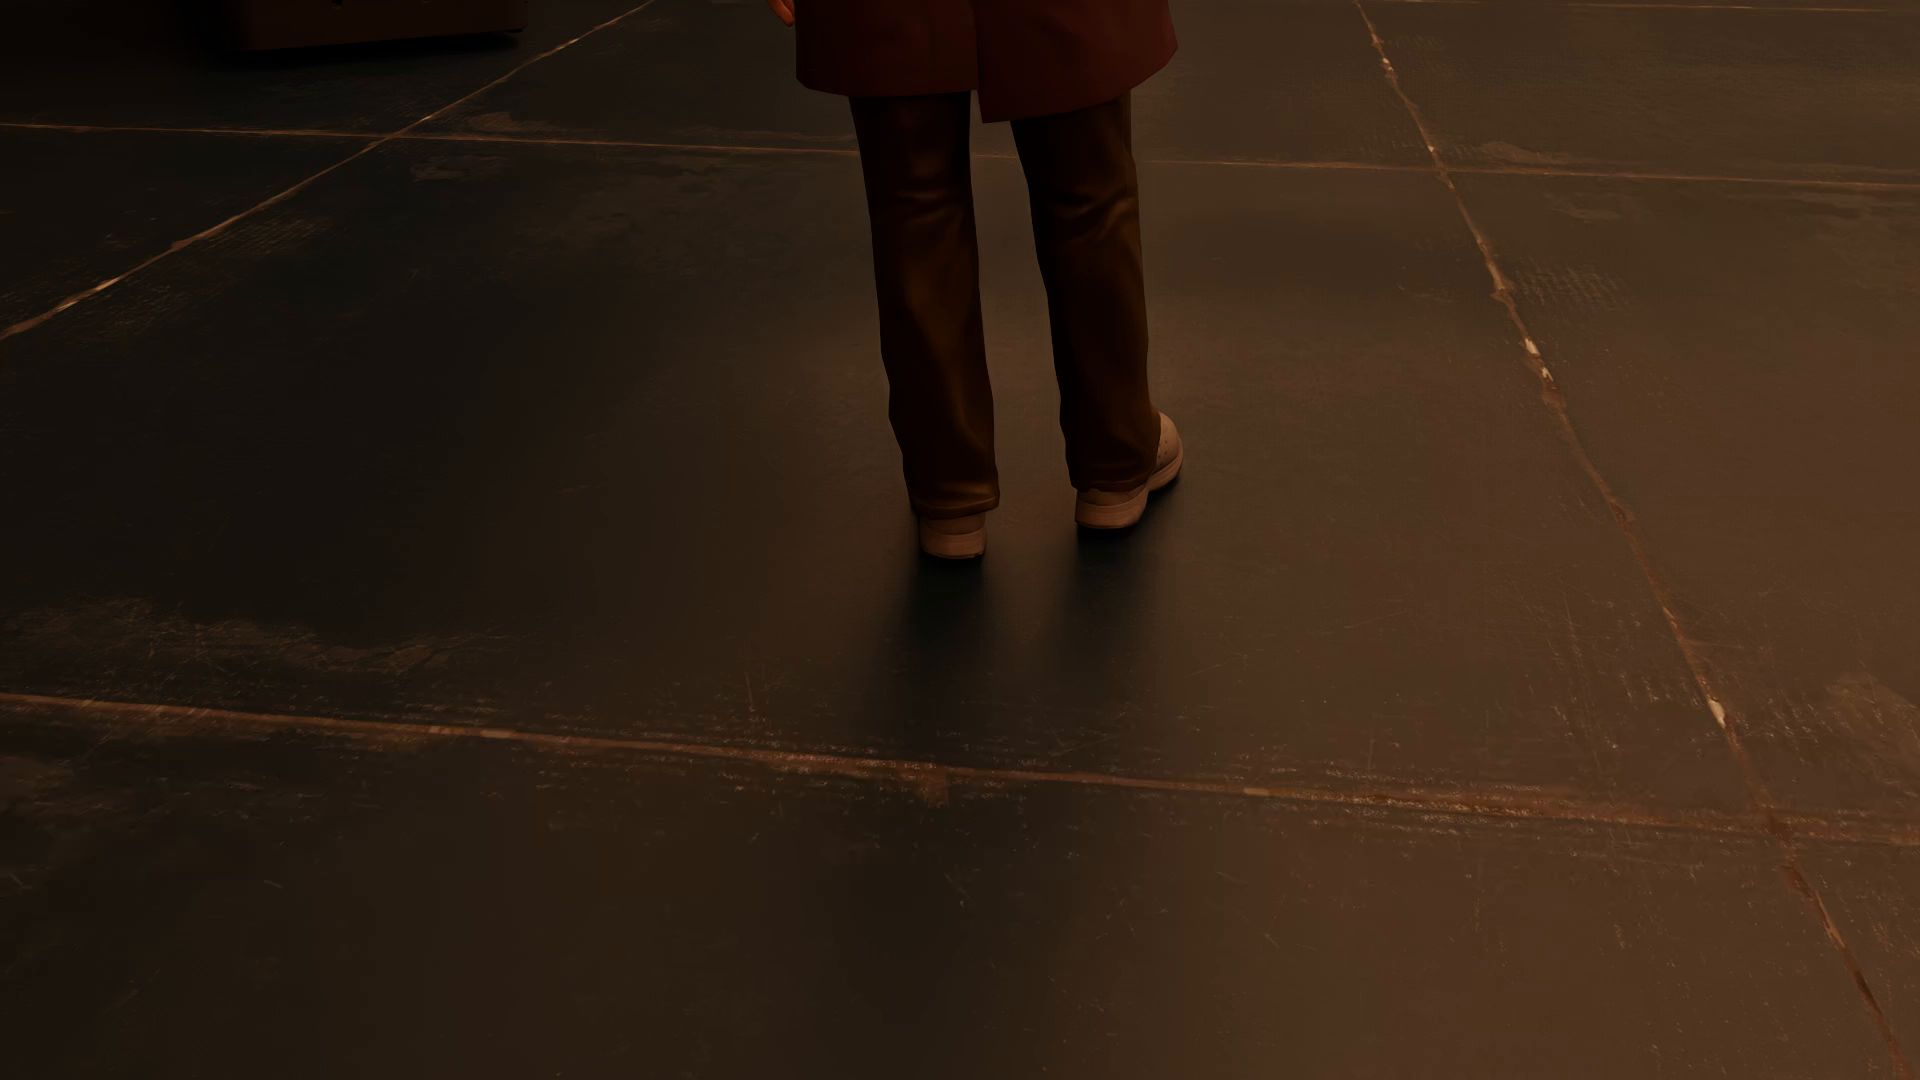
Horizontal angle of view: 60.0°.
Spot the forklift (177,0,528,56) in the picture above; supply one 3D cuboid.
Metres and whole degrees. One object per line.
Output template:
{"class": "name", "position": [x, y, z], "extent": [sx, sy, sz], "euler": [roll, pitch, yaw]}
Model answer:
{"class": "forklift", "position": [-2.730, -3.610, 6.454], "extent": [1.130, 2.935, 3.031], "euler": [-13, 29, -25]}

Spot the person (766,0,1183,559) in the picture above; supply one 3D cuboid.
{"class": "person", "position": [0.016, -0.843, 2.181], "extent": [0.698, 1.778, 0.579], "euler": [3, 27, 7]}
